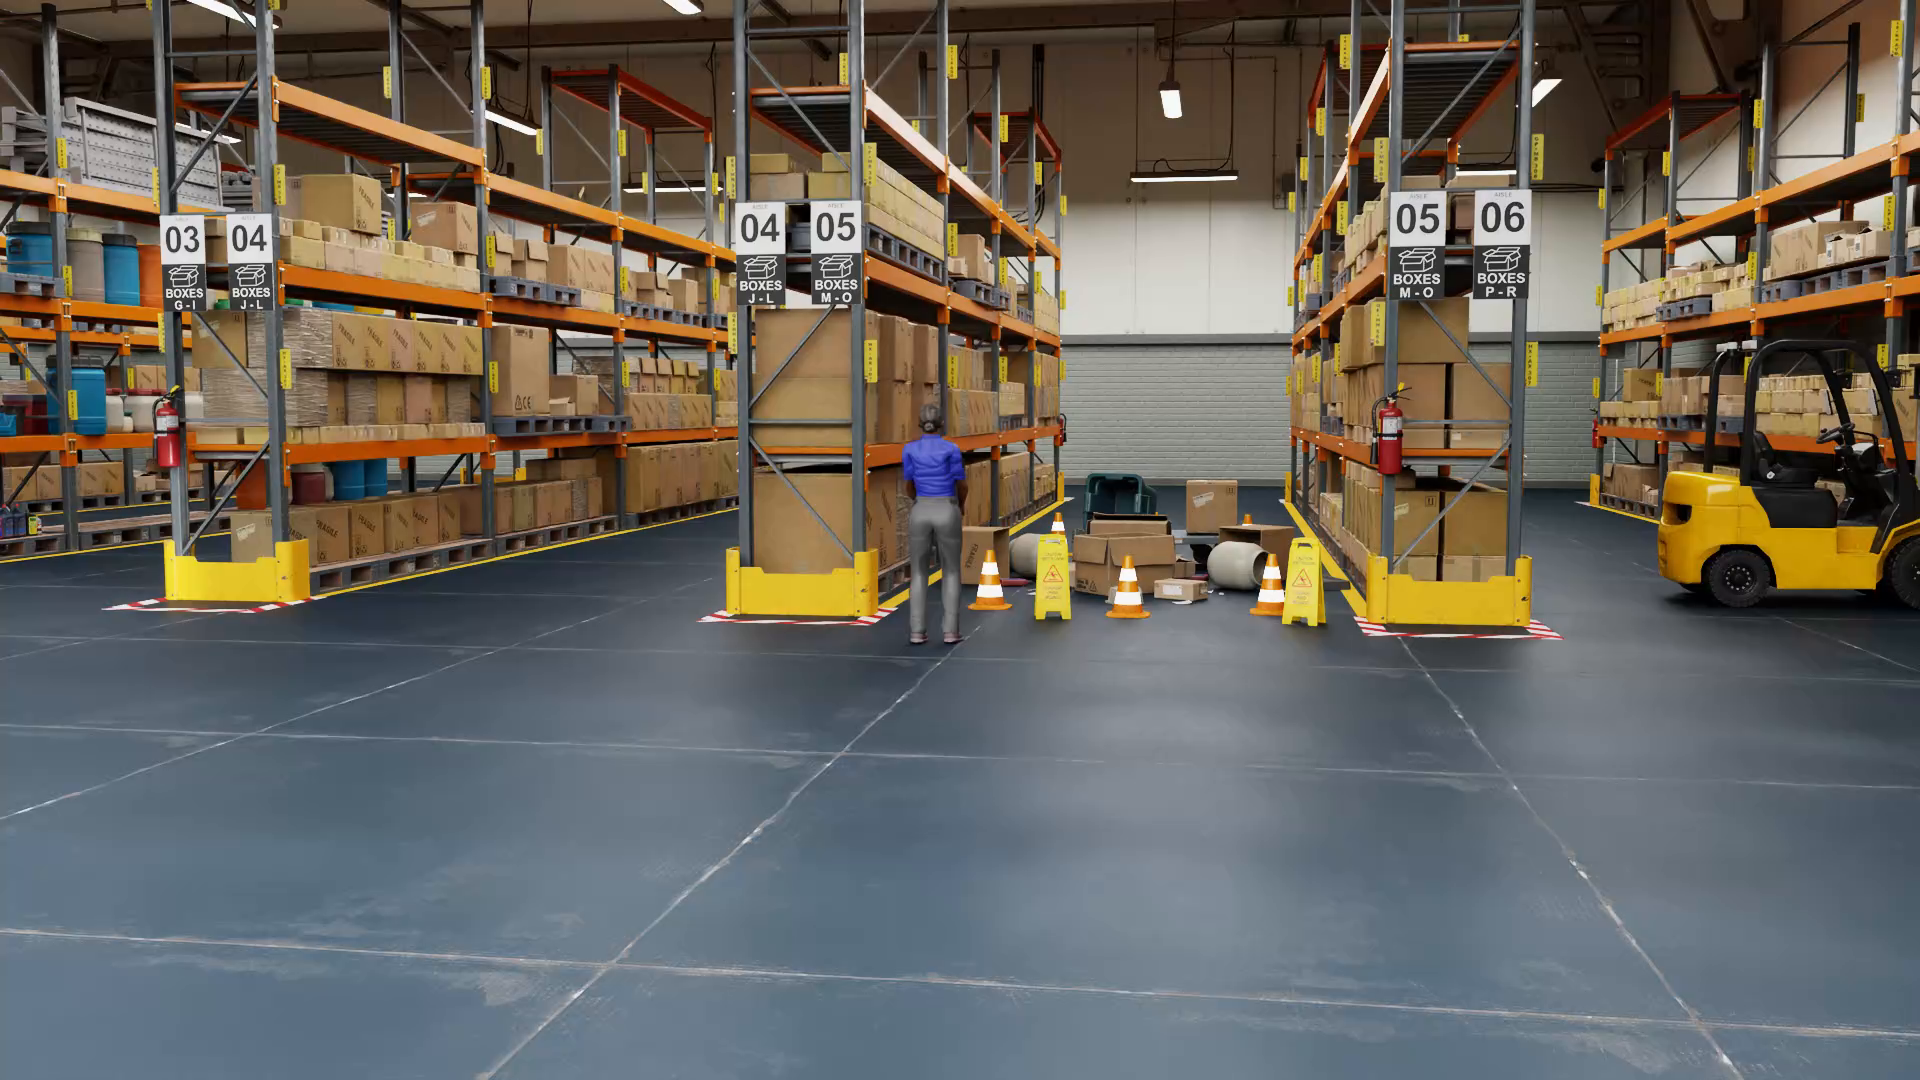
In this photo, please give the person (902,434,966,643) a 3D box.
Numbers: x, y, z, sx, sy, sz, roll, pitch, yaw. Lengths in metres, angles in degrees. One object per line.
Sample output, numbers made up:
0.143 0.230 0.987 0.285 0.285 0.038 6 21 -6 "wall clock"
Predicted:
-0.170 -0.009 11.430 0.439 1.436 0.394 1 5 10 "person"
